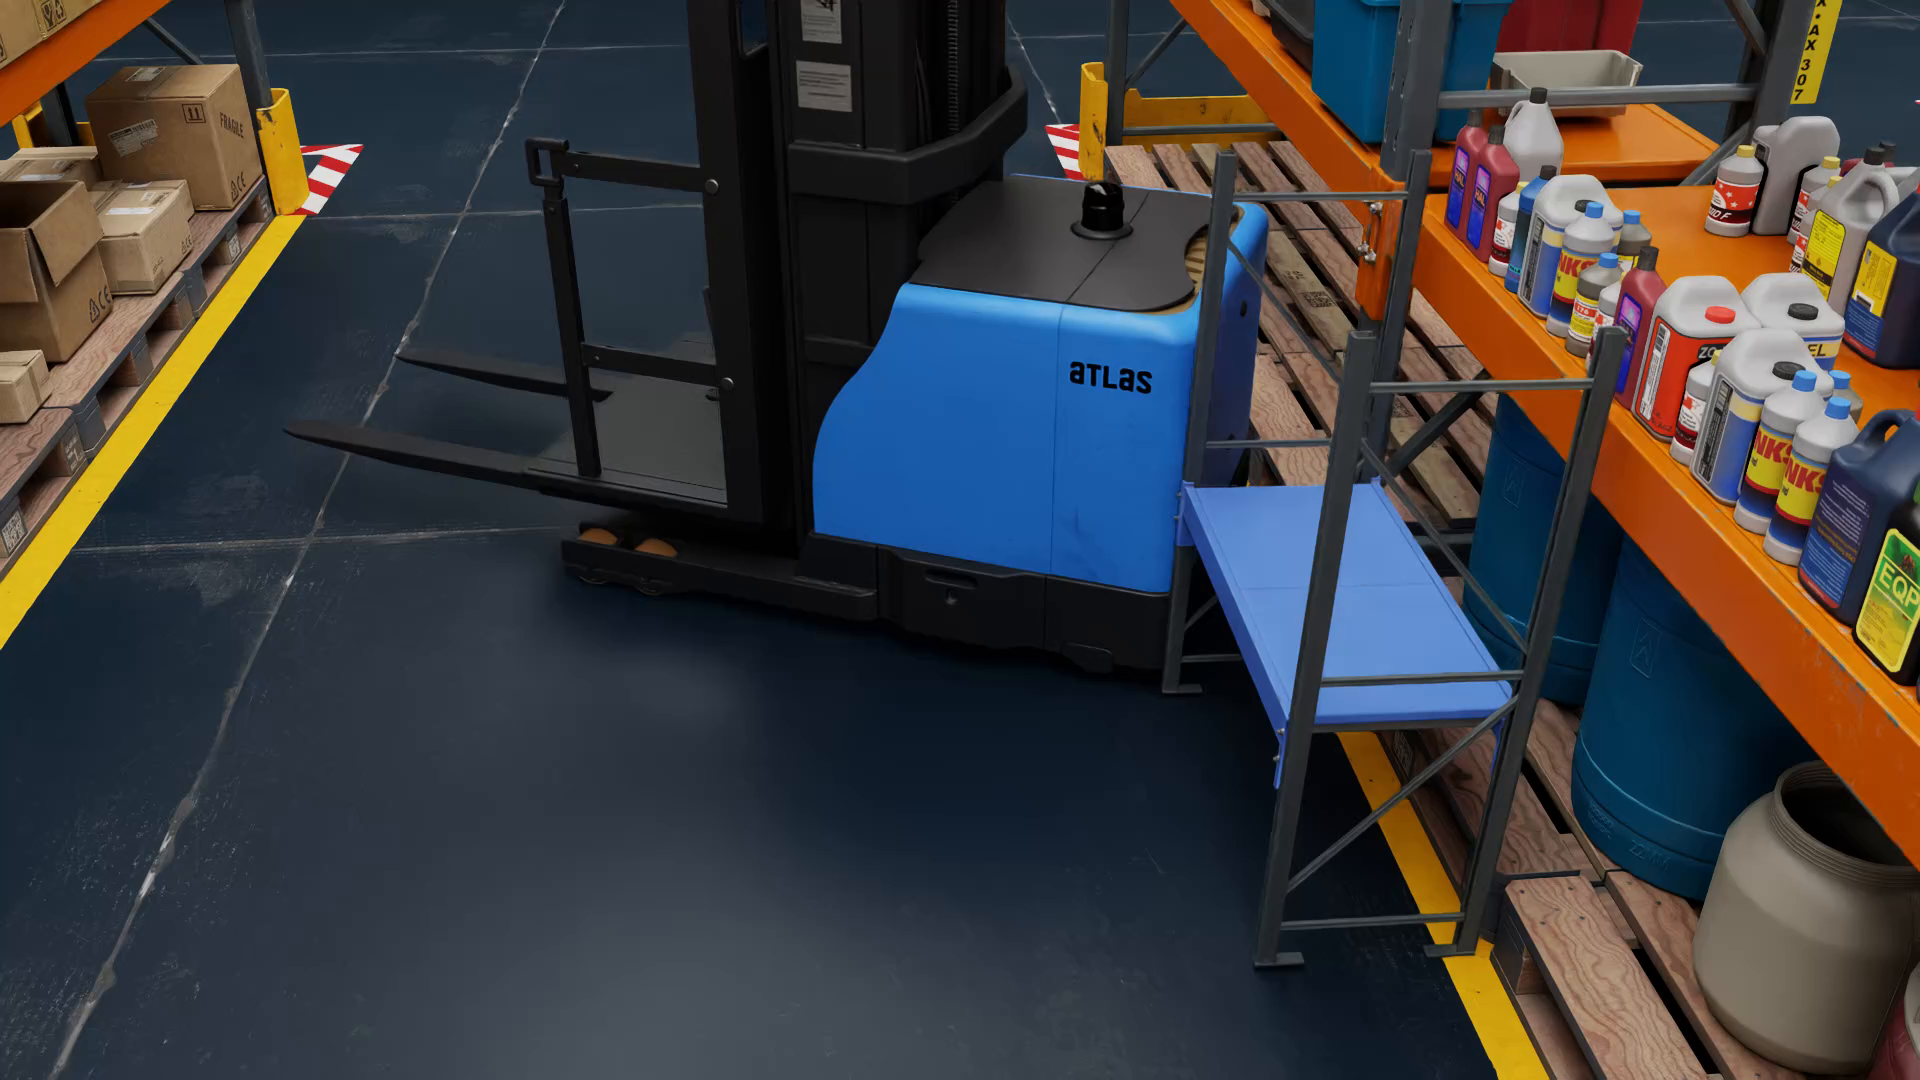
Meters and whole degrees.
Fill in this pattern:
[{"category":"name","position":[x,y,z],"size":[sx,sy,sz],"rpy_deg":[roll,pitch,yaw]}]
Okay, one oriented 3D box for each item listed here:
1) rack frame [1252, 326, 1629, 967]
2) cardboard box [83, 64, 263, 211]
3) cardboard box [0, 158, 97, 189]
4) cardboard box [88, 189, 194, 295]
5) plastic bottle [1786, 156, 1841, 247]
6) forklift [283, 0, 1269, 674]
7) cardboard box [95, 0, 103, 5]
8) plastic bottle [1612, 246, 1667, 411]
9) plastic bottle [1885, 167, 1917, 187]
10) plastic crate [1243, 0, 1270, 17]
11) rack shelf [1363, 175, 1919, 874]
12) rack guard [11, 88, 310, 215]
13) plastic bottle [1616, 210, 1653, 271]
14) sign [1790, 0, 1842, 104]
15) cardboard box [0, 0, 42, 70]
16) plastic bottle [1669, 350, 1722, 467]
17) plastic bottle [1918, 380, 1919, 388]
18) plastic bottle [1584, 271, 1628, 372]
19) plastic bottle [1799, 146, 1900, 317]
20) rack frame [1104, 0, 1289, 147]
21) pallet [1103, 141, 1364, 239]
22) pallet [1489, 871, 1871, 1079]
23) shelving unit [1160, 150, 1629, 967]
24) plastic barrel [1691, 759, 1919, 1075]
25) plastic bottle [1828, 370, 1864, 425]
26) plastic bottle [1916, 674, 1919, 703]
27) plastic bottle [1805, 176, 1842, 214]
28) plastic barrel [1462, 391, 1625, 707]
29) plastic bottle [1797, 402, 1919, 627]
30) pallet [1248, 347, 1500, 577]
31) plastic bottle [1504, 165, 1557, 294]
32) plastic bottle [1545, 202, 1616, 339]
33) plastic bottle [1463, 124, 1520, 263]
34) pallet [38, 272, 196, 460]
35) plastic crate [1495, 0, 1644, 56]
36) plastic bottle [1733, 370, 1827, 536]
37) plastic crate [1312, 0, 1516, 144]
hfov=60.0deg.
[{"category":"rack frame","position":[0.913,0.279,3.308],"size":[0.500,1.500,0.032],"rpy_deg":[-2,31,-5]},{"category":"cardboard box","position":[-3.430,-1.763,7.286],"size":[0.500,0.500,0.500],"rpy_deg":[-3,31,-5]},{"category":"cardboard box","position":[-3.911,-1.375,6.880],"size":[0.500,0.250,0.500],"rpy_deg":[-3,31,-5]},{"category":"cardboard box","position":[-3.371,-1.170,6.535],"size":[0.500,0.250,0.500],"rpy_deg":[-3,31,-5]},{"category":"plastic bottle","position":[1.977,-0.778,3.821],"size":[0.097,0.201,0.097],"rpy_deg":[0,31,0]},{"category":"forklift","position":[-0.671,-1.336,4.628],"size":[3.031,2.935,1.130],"rpy_deg":[10,32,16]},{"category":"cardboard box","position":[-3.320,-2.221,5.946],"size":[0.500,0.500,0.500],"rpy_deg":[-3,31,-4]},{"category":"plastic bottle","position":[1.273,-0.395,3.101],"size":[0.061,0.283,0.133],"rpy_deg":[-3,31,-5]},{"category":"plastic bottle","position":[1.973,-0.681,3.586],"size":[0.152,0.276,0.135],"rpy_deg":[-3,31,-5]},{"category":"plastic crate","position":[1.118,-1.894,5.694],"size":[0.293,0.136,0.466],"rpy_deg":[-3,31,-5]},{"category":"rack shelf","position":[1.767,0.223,2.653],"size":[1.077,0.370,4.000],"rpy_deg":[-3,31,-5]},{"category":"rack guard","position":[-3.719,-1.802,7.779],"size":[1.175,0.500,0.348],"rpy_deg":[-3,31,-5]},{"category":"plastic bottle","position":[1.401,-0.595,3.516],"size":[0.097,0.201,0.097],"rpy_deg":[0,31,0]},{"category":"sign","position":[2.128,-1.251,4.149],"size":[0.100,0.325,0.005],"rpy_deg":[-3,31,-5]},{"category":"cardboard box","position":[-3.224,-1.704,5.081],"size":[0.500,0.500,0.500],"rpy_deg":[-3,31,-5]},{"category":"plastic bottle","position":[1.314,-0.234,2.910],"size":[0.097,0.201,0.097],"rpy_deg":[0,31,0]},{"category":"plastic bottle","position":[1.898,-0.406,3.130],"size":[0.097,0.271,0.097],"rpy_deg":[0,31,0]},{"category":"plastic bottle","position":[1.280,-0.420,3.222],"size":[0.097,0.201,0.097],"rpy_deg":[0,31,0]},{"category":"plastic bottle","position":[1.848,-0.625,3.419],"size":[0.144,0.351,0.185],"rpy_deg":[-3,31,-5]},{"category":"rack frame","position":[1.206,-3.149,7.597],"size":[1.000,3.000,0.127],"rpy_deg":[-3,31,-5]},{"category":"pallet","position":[1.245,-1.529,7.604],"size":[1.003,0.211,1.213],"rpy_deg":[-3,31,-5]},{"category":"pallet","position":[1.728,1.111,3.185],"size":[1.003,0.211,1.213],"rpy_deg":[-3,31,-5]},{"category":"shelving unit","position":[0.864,0.020,3.742],"size":[0.538,1.500,1.048],"rpy_deg":[-2,31,-5]},{"category":"plastic barrel","position":[1.644,0.714,3.146],"size":[0.421,0.512,0.421],"rpy_deg":[0,31,0]},{"category":"plastic bottle","position":[1.475,-0.191,2.839],"size":[0.097,0.201,0.097],"rpy_deg":[0,31,0]},{"category":"plastic bottle","position":[1.411,0.104,2.199],"size":[0.144,0.351,0.185],"rpy_deg":[-3,31,-5]},{"category":"plastic bottle","position":[1.929,-0.707,3.702],"size":[0.097,0.201,0.097],"rpy_deg":[0,31,0]},{"category":"plastic barrel","position":[1.614,-0.108,4.142],"size":[0.600,0.901,0.708],"rpy_deg":[-3,31,-5]},{"category":"plastic bottle","position":[1.381,-0.059,2.471],"size":[0.144,0.351,0.185],"rpy_deg":[-3,31,-5]},{"category":"pallet","position":[1.473,-0.283,5.518],"size":[1.003,0.211,1.213],"rpy_deg":[-3,31,-5]},{"category":"plastic bottle","position":[1.240,-0.668,3.569],"size":[0.097,0.271,0.097],"rpy_deg":[0,31,0]},{"category":"plastic bottle","position":[1.262,-0.550,3.370],"size":[0.097,0.271,0.097],"rpy_deg":[0,31,0]},{"category":"plastic bottle","position":[1.202,-0.781,3.746],"size":[0.061,0.283,0.133],"rpy_deg":[-3,31,-5]},{"category":"pallet","position":[-3.532,-0.649,6.131],"size":[1.003,0.211,1.213],"rpy_deg":[-3,31,-5]},{"category":"plastic crate","position":[1.746,-1.628,4.929],"size":[0.402,0.464,0.583],"rpy_deg":[-3,31,-5]},{"category":"plastic bottle","position":[1.336,-0.145,2.693],"size":[0.097,0.271,0.097],"rpy_deg":[0,31,0]},{"category":"plastic crate","position":[1.197,-1.348,4.538],"size":[0.392,0.384,0.575],"rpy_deg":[-3,31,-5]}]
